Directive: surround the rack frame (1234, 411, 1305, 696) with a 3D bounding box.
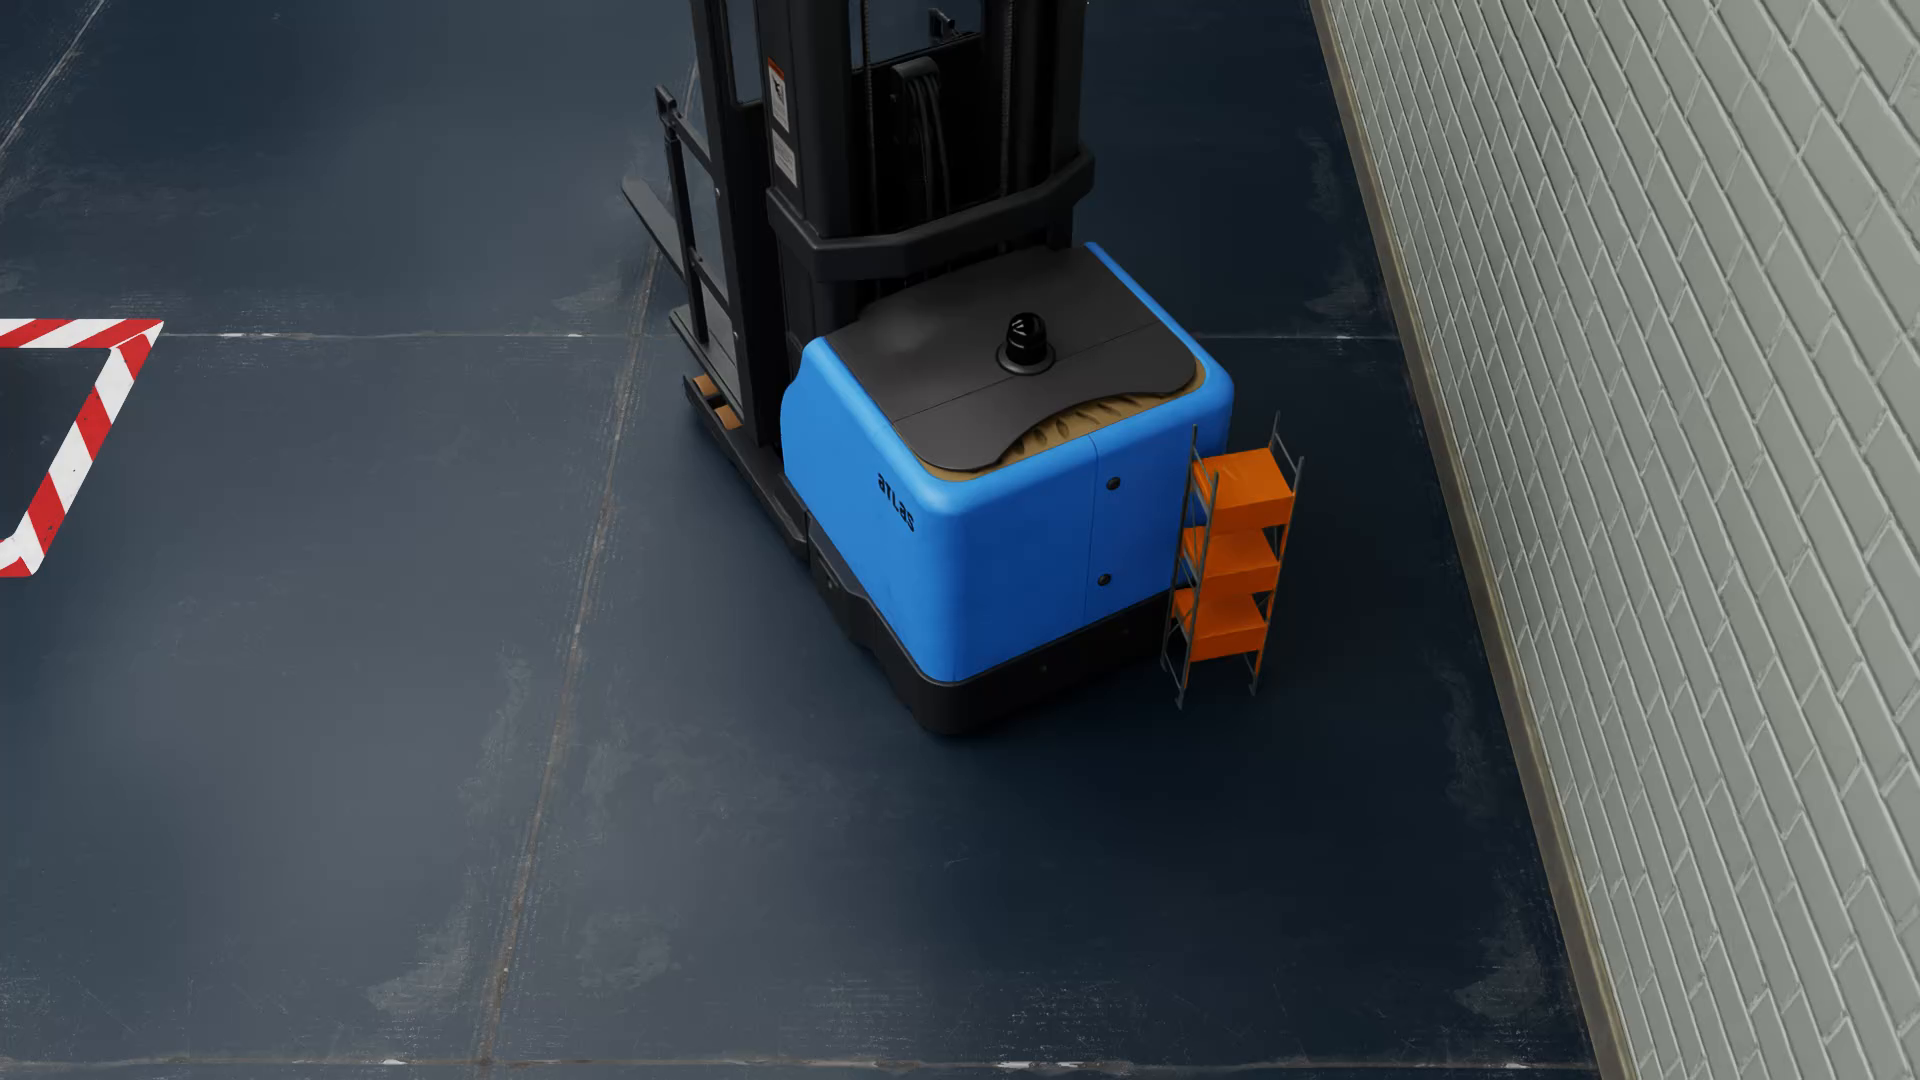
[{"bbox_3d":[0.911,0.067,4.970,0.008,1.050,0.200,-10,48,-9],"label":"rack frame"}]

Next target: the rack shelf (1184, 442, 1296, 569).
[{"bbox_3d":[0.792,-0.099,4.751,0.240,0.259,0.215,-10,48,-9],"label":"rack shelf"}]

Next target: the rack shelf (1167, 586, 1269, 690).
[{"bbox_3d":[0.792,0.284,5.163,0.240,0.259,0.215,-10,48,-9],"label":"rack shelf"}]

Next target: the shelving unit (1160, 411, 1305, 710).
[{"bbox_3d":[0.792,0.087,4.951,0.252,1.050,0.215,-10,48,-9],"label":"shelving unit"}]

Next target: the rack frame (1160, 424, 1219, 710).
[{"bbox_3d":[0.673,0.108,4.932,0.008,1.050,0.200,-10,48,-9],"label":"rack frame"}]

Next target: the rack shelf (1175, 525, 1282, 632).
[{"bbox_3d":[0.792,0.095,4.959,0.240,0.259,0.215,-10,48,-9],"label":"rack shelf"}]

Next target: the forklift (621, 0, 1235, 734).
[{"bbox_3d":[-0.359,-1.479,5.125,1.130,2.935,3.031,-22,51,-20],"label":"forklift"}]
